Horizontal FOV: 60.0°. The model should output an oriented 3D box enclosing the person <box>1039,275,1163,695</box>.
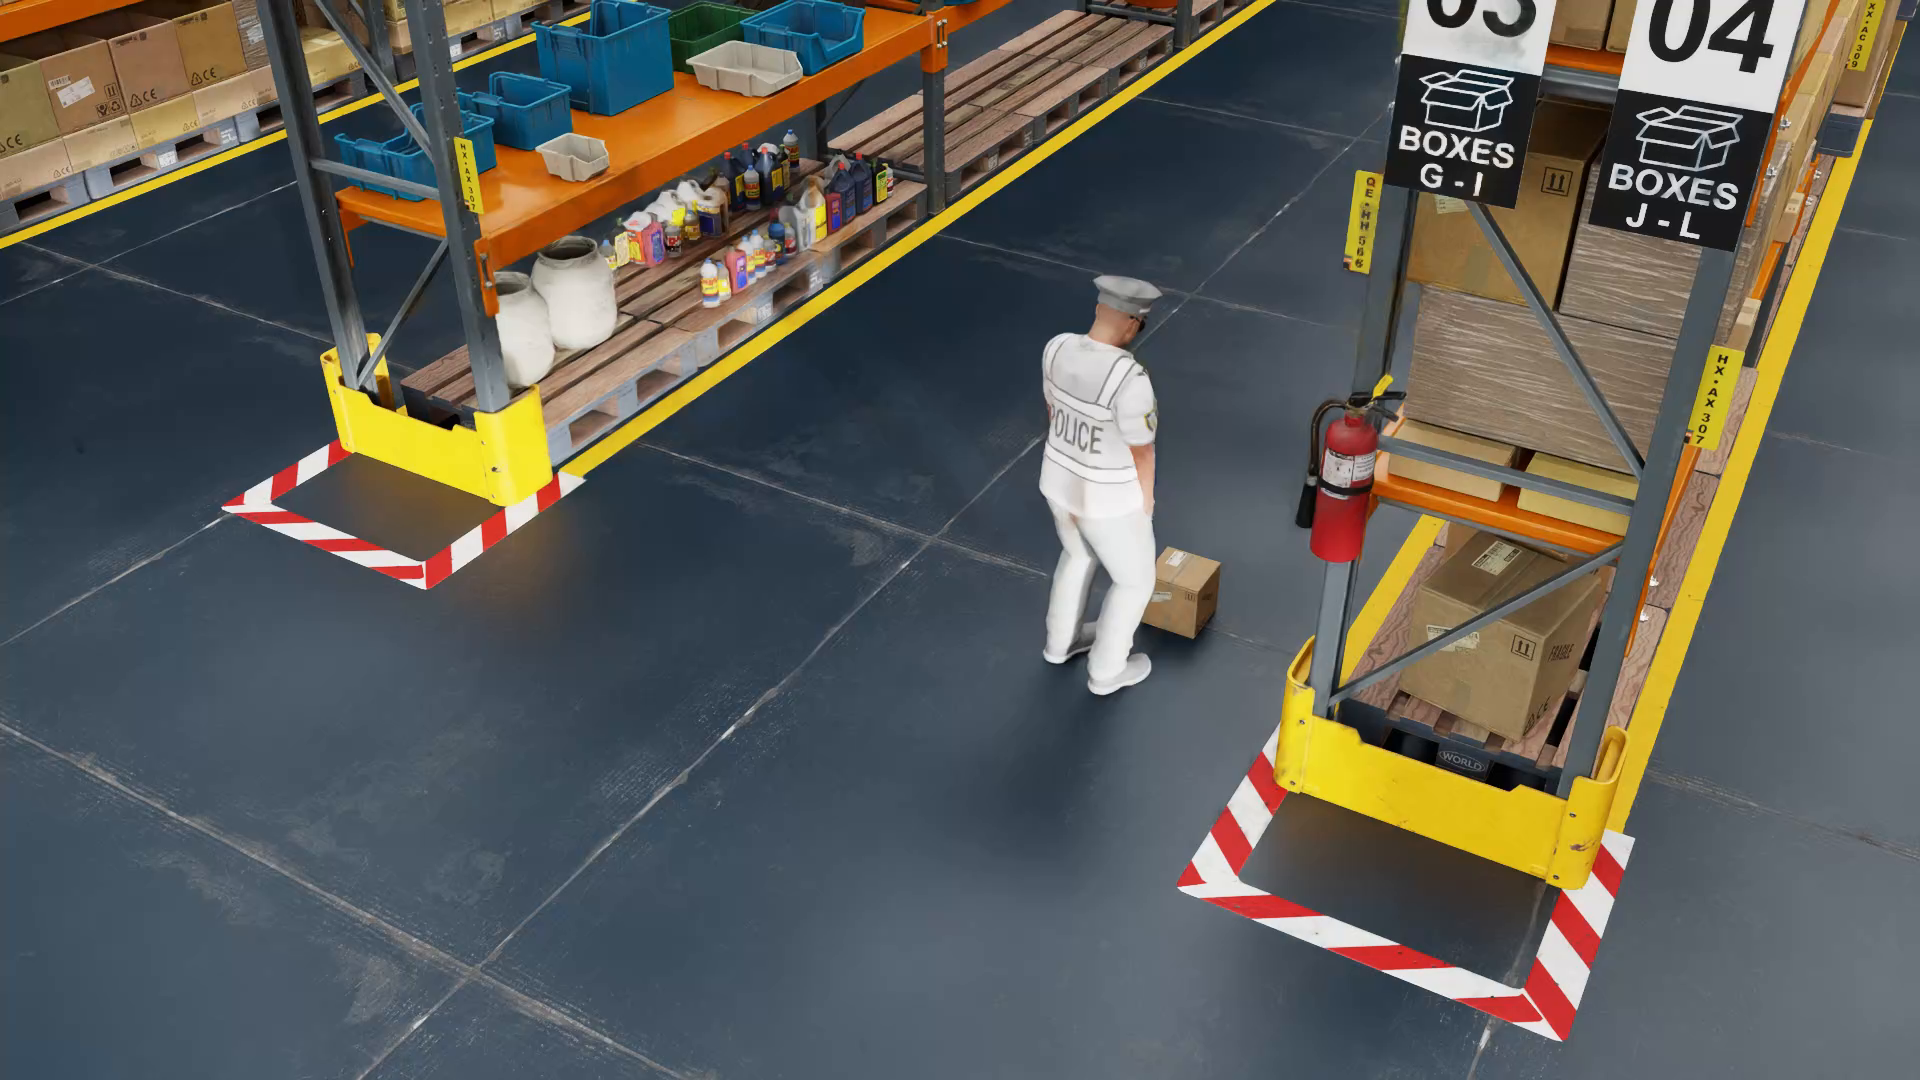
[{"bbox_3d":[0.537,-0.202,6.474,0.440,1.722,0.547,-25,41,-32],"label":"person"}]
